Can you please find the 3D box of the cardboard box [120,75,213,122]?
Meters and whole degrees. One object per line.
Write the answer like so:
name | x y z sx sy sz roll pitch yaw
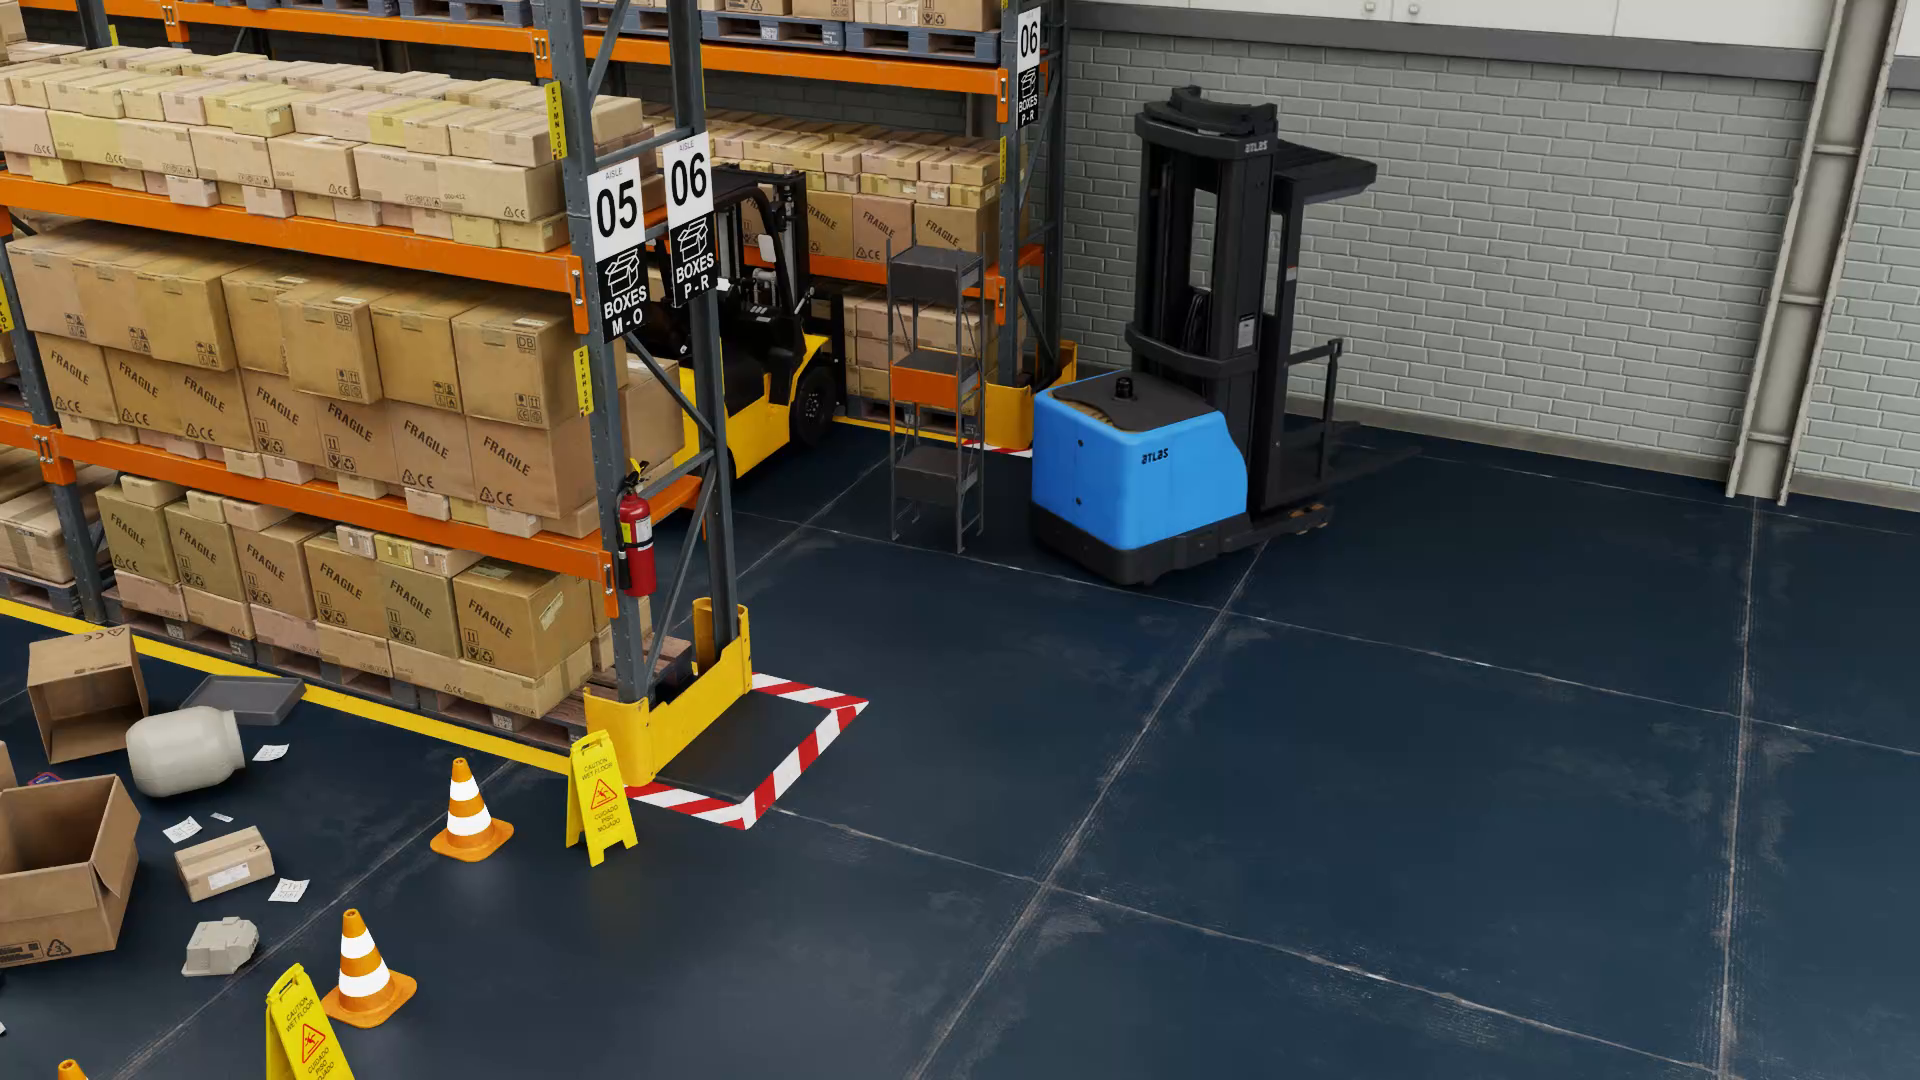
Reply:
cardboard box | -4.035 -2.259 8.497 0.250 0.149 0.380 10 28 20

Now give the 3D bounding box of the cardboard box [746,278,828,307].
cardboard box | -1.392 -1.930 13.350 0.500 0.250 0.500 11 28 21

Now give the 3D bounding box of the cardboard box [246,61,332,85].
cardboard box | -3.559 -2.439 8.863 0.250 0.149 0.380 12 29 22

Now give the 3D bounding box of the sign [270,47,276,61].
sign | -6.510 -4.499 15.752 0.005 0.325 0.100 11 28 22

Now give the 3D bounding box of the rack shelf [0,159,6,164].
rack shelf | -6.968 -2.417 10.251 4.000 0.370 1.077 11 28 22

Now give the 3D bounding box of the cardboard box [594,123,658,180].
cardboard box | -1.853 -1.908 8.236 0.500 0.250 0.500 11 28 21

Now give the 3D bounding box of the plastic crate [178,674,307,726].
plastic crate | -4.058 0.898 9.404 0.583 0.080 0.402 2 26 4

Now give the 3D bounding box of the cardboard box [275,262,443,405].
cardboard box | -3.026 -1.077 8.529 0.500 0.500 0.700 11 28 21

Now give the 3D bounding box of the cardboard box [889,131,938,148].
cardboard box | -0.362 -3.065 12.965 0.250 0.149 0.380 12 28 22

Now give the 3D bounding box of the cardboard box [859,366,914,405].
cardboard box | -0.462 -1.302 13.205 0.500 0.250 0.500 11 28 22

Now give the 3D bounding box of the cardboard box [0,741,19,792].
cardboard box | -5.008 1.291 7.973 0.503 0.637 0.797 11 28 22

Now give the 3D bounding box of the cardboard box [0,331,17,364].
cardboard box | -5.663 -1.387 9.816 0.500 0.500 0.500 11 28 21

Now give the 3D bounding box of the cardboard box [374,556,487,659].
cardboard box | -2.820 0.276 9.151 0.500 0.500 0.500 12 29 24

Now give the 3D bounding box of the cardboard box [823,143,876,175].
cardboard box | -0.834 -2.891 12.612 0.250 0.149 0.380 12 29 23

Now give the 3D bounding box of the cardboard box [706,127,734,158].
cardboard box | -1.978 -3.137 13.111 0.250 0.149 0.380 11 28 21

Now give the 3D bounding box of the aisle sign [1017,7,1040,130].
aisle sign | 0.483 -3.330 11.743 0.004 0.787 0.394 11 28 22

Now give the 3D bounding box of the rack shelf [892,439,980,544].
rack shelf | -0.151 -0.332 11.233 0.480 0.518 0.431 11 28 22

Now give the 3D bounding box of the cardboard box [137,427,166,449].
cardboard box | -4.487 -0.667 9.563 0.250 0.149 0.380 11 28 22

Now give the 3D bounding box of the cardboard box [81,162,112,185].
cardboard box | -4.478 -2.034 8.944 0.250 0.149 0.380 11 28 22

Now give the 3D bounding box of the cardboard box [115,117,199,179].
cardboard box | -3.936 -2.062 8.549 0.500 0.250 0.500 12 29 22

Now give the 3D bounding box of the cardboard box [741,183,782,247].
cardboard box | -1.409 -2.602 13.096 0.500 0.500 0.500 12 28 22

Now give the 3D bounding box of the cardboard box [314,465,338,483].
cardboard box | -3.318 -0.454 9.130 0.250 0.149 0.380 11 28 22

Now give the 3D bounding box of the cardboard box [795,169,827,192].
cardboard box | -1.064 -2.805 12.773 0.250 0.149 0.380 12 28 22

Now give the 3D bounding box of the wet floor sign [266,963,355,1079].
wet floor sign | -2.617 1.977 6.573 0.232 0.644 0.267 6 27 13

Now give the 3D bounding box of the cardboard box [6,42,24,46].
cardboard box | -5.975 -2.855 10.022 0.500 0.250 0.500 11 28 21

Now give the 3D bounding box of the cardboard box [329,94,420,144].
cardboard box | -2.824 -2.047 8.068 0.250 0.149 0.380 11 28 22

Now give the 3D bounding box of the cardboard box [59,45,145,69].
cardboard box | -4.768 -2.649 9.290 0.250 0.149 0.380 12 29 23

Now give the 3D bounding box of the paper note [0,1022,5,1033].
paper note | -4.150 2.083 7.056 0.142 0.017 0.144 23 35 39

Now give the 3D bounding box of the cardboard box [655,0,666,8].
cardboard box | -2.114 -4.146 12.645 0.250 0.149 0.380 12 29 23

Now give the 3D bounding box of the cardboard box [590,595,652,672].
cardboard box | -2.126 0.490 9.567 0.500 0.250 0.500 11 28 21

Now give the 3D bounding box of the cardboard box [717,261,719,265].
cardboard box | -2.100 -2.329 14.160 0.500 0.250 0.500 11 28 21

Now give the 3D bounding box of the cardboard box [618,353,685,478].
cardboard box | -1.822 -0.673 8.841 0.500 0.500 0.500 11 28 21

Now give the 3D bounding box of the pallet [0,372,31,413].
pallet | -5.783 -1.140 10.457 1.213 0.211 1.003 11 28 22

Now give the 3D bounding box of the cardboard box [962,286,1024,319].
cardboard box | 0.186 -1.861 13.209 0.500 0.250 0.500 11 28 21

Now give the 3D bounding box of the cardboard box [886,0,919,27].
cardboard box | -0.335 -3.789 11.920 0.250 0.149 0.380 11 28 20

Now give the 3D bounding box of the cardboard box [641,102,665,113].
cardboard box | -2.680 -3.557 13.964 0.250 0.149 0.380 11 28 22

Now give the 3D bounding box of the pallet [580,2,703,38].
pallet | -2.309 -4.185 13.129 1.213 0.211 1.003 11 28 22

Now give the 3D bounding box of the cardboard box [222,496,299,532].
cardboard box | -3.918 -0.206 9.396 0.250 0.149 0.380 13 29 25

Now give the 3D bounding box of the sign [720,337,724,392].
sign | -1.282 -0.903 8.779 0.005 0.325 0.100 11 28 22

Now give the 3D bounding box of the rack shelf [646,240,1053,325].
rack shelf | -1.275 -2.336 13.483 4.000 0.370 1.077 11 28 22

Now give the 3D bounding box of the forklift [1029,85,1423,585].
forklift | 1.965 -1.521 11.091 3.031 2.935 1.130 -17 31 -31

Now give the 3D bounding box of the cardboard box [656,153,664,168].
cardboard box | -2.236 -3.038 13.248 0.250 0.149 0.380 12 29 23

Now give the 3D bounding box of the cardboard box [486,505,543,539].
cardboard box | -2.212 -0.168 8.550 0.250 0.149 0.380 11 28 21

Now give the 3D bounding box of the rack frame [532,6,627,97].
rack frame | -3.096 -3.025 14.067 0.127 3.000 1.000 11 28 22

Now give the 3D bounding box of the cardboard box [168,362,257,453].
cardboard box | -3.944 -0.835 9.169 0.500 0.500 0.500 11 28 21

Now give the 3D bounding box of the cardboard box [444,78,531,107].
cardboard box | -2.381 -2.221 8.420 0.250 0.149 0.380 11 28 22

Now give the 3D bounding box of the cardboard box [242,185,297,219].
cardboard box | -3.363 -1.746 8.358 0.250 0.149 0.380 11 28 21

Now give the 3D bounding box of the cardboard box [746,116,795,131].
cardboard box | -1.528 -3.310 13.463 0.250 0.149 0.380 11 28 21

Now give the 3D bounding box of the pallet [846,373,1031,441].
pallet | -0.168 -1.165 13.448 1.213 0.211 1.003 11 28 22

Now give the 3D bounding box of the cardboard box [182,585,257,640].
cardboard box | -4.231 0.327 9.898 0.500 0.250 0.500 13 29 25

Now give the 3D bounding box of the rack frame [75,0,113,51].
rack frame | -5.147 -3.720 8.687 0.127 3.000 1.000 11 28 22

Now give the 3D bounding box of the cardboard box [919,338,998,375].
cardboard box | -0.027 -1.436 12.911 0.500 0.250 0.500 11 28 21

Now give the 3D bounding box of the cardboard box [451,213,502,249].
cardboard box | -2.187 -1.515 7.889 0.250 0.149 0.380 12 28 22

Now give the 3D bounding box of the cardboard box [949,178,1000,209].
cardboard box | 0.114 -2.580 12.316 0.250 0.149 0.380 12 29 23

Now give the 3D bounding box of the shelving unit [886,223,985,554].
shelving unit | -0.151 -0.972 10.917 0.503 2.100 0.431 11 28 22
